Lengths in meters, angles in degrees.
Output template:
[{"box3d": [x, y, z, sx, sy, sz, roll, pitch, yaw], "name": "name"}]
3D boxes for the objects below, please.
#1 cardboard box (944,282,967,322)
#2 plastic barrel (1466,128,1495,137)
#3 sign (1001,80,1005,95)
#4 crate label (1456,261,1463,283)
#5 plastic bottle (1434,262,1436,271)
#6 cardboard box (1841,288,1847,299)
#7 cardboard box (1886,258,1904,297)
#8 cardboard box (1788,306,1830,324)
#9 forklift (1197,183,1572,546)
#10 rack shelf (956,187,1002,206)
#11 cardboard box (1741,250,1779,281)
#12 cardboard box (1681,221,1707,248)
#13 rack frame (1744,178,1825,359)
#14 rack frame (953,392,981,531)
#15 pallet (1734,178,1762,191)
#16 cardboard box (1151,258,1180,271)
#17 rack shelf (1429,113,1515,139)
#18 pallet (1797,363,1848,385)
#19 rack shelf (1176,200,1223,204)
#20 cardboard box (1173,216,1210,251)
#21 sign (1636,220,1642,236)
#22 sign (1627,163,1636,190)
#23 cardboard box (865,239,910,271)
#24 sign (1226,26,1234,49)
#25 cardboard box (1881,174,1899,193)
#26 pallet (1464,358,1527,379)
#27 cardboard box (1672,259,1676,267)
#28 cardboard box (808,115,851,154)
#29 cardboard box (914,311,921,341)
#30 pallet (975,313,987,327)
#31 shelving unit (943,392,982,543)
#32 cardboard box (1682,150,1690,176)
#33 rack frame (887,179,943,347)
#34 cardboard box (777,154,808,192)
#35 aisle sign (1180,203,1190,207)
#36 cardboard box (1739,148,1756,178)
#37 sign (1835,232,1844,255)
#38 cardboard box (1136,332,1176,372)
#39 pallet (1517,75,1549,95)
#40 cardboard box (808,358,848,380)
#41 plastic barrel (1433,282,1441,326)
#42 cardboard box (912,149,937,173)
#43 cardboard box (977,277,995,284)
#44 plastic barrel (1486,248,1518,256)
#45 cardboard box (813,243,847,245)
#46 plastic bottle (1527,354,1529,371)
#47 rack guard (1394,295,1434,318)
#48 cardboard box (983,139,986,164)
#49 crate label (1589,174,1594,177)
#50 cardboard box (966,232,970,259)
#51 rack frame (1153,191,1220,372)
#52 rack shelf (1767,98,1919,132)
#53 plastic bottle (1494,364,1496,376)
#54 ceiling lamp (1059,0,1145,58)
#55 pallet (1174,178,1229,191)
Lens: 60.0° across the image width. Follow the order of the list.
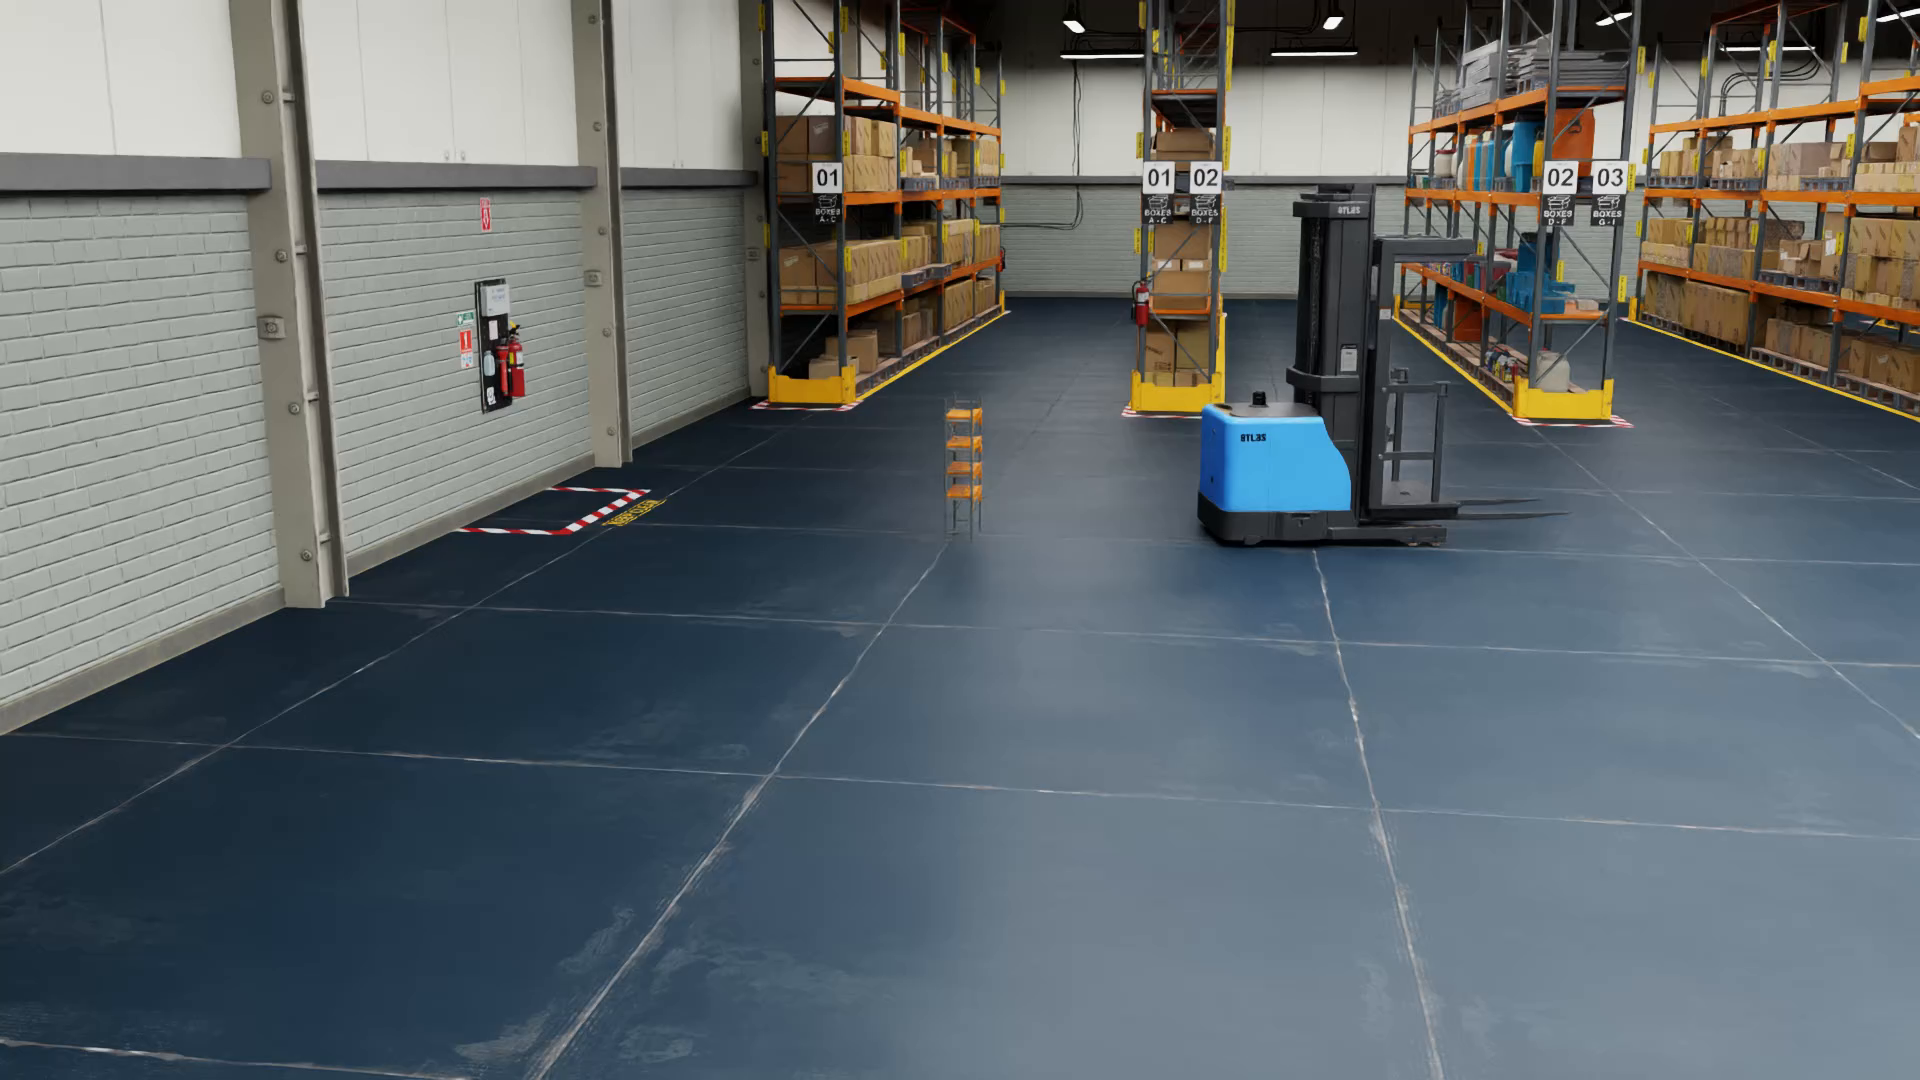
[{"box3d": [-0.302, -4.681, 32.702, 0.750, 0.750, 0.750, 2, 12, 10], "name": "cardboard box"}, {"box3d": [9.067, -6.698, 28.815, 0.600, 0.830, 0.708, 2, 12, 9], "name": "plastic barrel"}, {"box3d": [0.952, -10.092, 37.056, 0.100, 0.325, 0.005, 2, 12, 9], "name": "sign"}, {"box3d": [8.557, -4.517, 27.750, 0.502, 0.435, 0.616, 2, 12, 9], "name": "crate label"}, {"box3d": [9.002, -5.193, 31.266, 0.152, 0.276, 0.135, 2, 12, 9], "name": "plastic bottle"}, {"box3d": [12.926, -3.547, 23.929, 0.380, 0.149, 0.250, 2, 12, 9], "name": "cardboard box"}, {"box3d": [12.919, -3.494, 22.145, 0.875, 0.500, 0.500, 2, 12, 9], "name": "cardboard box"}, {"box3d": [13.726, -3.646, 26.901, 0.500, 0.250, 0.500, 3, 13, 15], "name": "cardboard box"}, {"box3d": [3.620, -1.492, 13.958, 3.031, 2.935, 1.130, -1, 12, -4], "name": "forklift"}, {"box3d": [0.111, -7.383, 35.718, 1.077, 0.370, 4.000, 2, 12, 9], "name": "rack shelf"}, {"box3d": [13.702, -4.697, 28.432, 0.500, 0.500, 0.500, 2, 12, 10], "name": "cardboard box"}, {"box3d": [14.293, -5.913, 32.182, 0.500, 0.500, 0.500, 2, 12, 10], "name": "cardboard box"}, {"box3d": [13.871, -4.538, 27.928, 1.000, 3.000, 0.127, 2, 12, 9], "name": "rack frame"}, {"box3d": [0.063, -0.672, 14.263, 0.240, 1.200, 0.015, 2, 12, 9], "name": "rack frame"}, {"box3d": [13.918, -6.047, 28.262, 1.213, 0.211, 1.003, 2, 12, 11], "name": "pallet"}, {"box3d": [2.723, -3.646, 22.013, 0.380, 0.149, 0.250, 2, 12, 8], "name": "cardboard box"}, {"box3d": [9.285, -7.500, 30.091, 1.077, 0.370, 4.000, 2, 12, 9], "name": "rack shelf"}, {"box3d": [13.374, -2.504, 25.111, 1.003, 0.211, 1.213, 2, 12, 9], "name": "pallet"}, {"box3d": [5.006, -7.223, 34.977, 1.077, 0.370, 4.000, 2, 12, 9], "name": "rack shelf"}, {"box3d": [3.330, -4.512, 24.493, 0.700, 0.500, 0.500, 2, 12, 9], "name": "cardboard box"}, {"box3d": [14.554, -6.684, 35.645, 0.100, 0.325, 0.005, 2, 12, 9], "name": "sign"}, {"box3d": [8.290, -4.485, 20.542, 0.100, 0.325, 0.005, 2, 12, 9], "name": "sign"}, {"box3d": [-1.222, -4.671, 27.267, 0.700, 0.500, 0.500, 3, 13, 14], "name": "cardboard box"}, {"box3d": [4.013, -7.470, 24.703, 0.100, 0.325, 0.005, 2, 12, 9], "name": "sign"}, {"box3d": [12.770, -4.799, 22.378, 0.500, 0.250, 0.500, 1, 12, 6], "name": "cardboard box"}, {"box3d": [8.444, -2.667, 25.868, 1.003, 0.211, 1.213, 2, 12, 9], "name": "pallet"}, {"box3d": [14.328, -5.482, 32.907, 0.380, 0.149, 0.250, 2, 12, 10], "name": "cardboard box"}, {"box3d": [-1.743, -5.440, 22.337, 0.500, 0.500, 0.500, 1, 12, 5], "name": "cardboard box"}, {"box3d": [-1.065, -3.757, 29.196, 0.700, 0.500, 0.500, 2, 12, 9], "name": "cardboard box"}, {"box3d": [-0.003, -4.644, 35.043, 1.003, 0.211, 1.213, 2, 12, 9], "name": "pallet"}, {"box3d": [0.025, -0.621, 14.027, 0.258, 1.200, 0.503, 2, 12, 9], "name": "shelving unit"}, {"box3d": [14.634, -7.416, 32.695, 0.700, 0.500, 0.500, 3, 12, 12], "name": "cardboard box"}, {"box3d": [-0.812, -5.019, 30.163, 1.000, 3.000, 0.127, 2, 12, 9], "name": "rack frame"}, {"box3d": [-2.228, -4.974, 22.548, 0.500, 0.500, 0.500, 3, 12, 13], "name": "cardboard box"}, {"box3d": [5.034, -7.819, 36.985, 0.394, 0.787, 0.004, 2, 12, 9], "name": "aisle sign"}, {"box3d": [13.940, -6.570, 29.005, 0.500, 0.500, 0.500, 3, 12, 12], "name": "cardboard box"}, {"box3d": [12.707, -4.288, 24.023, 0.100, 0.325, 0.005, 2, 12, 9], "name": "sign"}, {"box3d": [2.641, -2.543, 22.423, 0.500, 0.500, 0.500, 2, 12, 9], "name": "cardboard box"}, {"box3d": [8.077, -6.083, 22.257, 1.003, 0.211, 1.213, 2, 12, 9], "name": "pallet"}, {"box3d": [-1.847, -2.395, 23.327, 0.500, 0.311, 0.500, 0, 12, 2], "name": "cardboard box"}, {"box3d": [9.492, -4.598, 32.191, 0.600, 0.901, 0.708, 2, 12, 9], "name": "plastic barrel"}, {"box3d": [-0.796, -6.850, 30.258, 0.700, 0.500, 0.500, 1, 12, 4], "name": "cardboard box"}, {"box3d": [0.570, -5.803, 37.198, 0.380, 0.149, 0.250, 2, 12, 8], "name": "cardboard box"}, {"box3d": [9.205, -4.658, 28.165, 0.600, 0.536, 0.708, 2, 12, 9], "name": "plastic barrel"}, {"box3d": [-1.940, -4.079, 24.328, 0.500, 0.500, 0.500, 2, 12, 9], "name": "cardboard box"}, {"box3d": [8.405, -2.647, 24.398, 0.144, 0.351, 0.185, 2, 12, 9], "name": "plastic bottle"}, {"box3d": [10.198, -5.147, 36.689, 1.175, 0.500, 0.348, 2, 12, 9], "name": "rack guard"}, {"box3d": [0.263, -8.112, 34.736, 0.500, 0.500, 0.500, 2, 12, 7], "name": "cardboard box"}, {"box3d": [8.361, -4.805, 22.404, 0.502, 0.251, 0.408, 2, 12, 9], "name": "crate label"}, {"box3d": [-0.088, -5.845, 33.004, 0.500, 0.500, 0.500, 2, 12, 9], "name": "cardboard box"}, {"box3d": [3.468, -4.027, 25.558, 1.000, 3.000, 0.127, 2, 12, 9], "name": "rack frame"}, {"box3d": [13.564, -6.507, 25.482, 1.077, 0.370, 4.000, 2, 12, 9], "name": "rack shelf"}, {"box3d": [7.732, -2.460, 23.888, 0.097, 0.201, 0.097, 0, 12, 0], "name": "plastic bottle"}, {"box3d": [3.327, -12.947, 38.856, 2.000, 3.185, 0.800, 2, 12, 9], "name": "ceiling lamp"}, {"box3d": [3.898, -5.856, 27.376, 1.003, 0.211, 1.213, 2, 12, 11], "name": "pallet"}]
